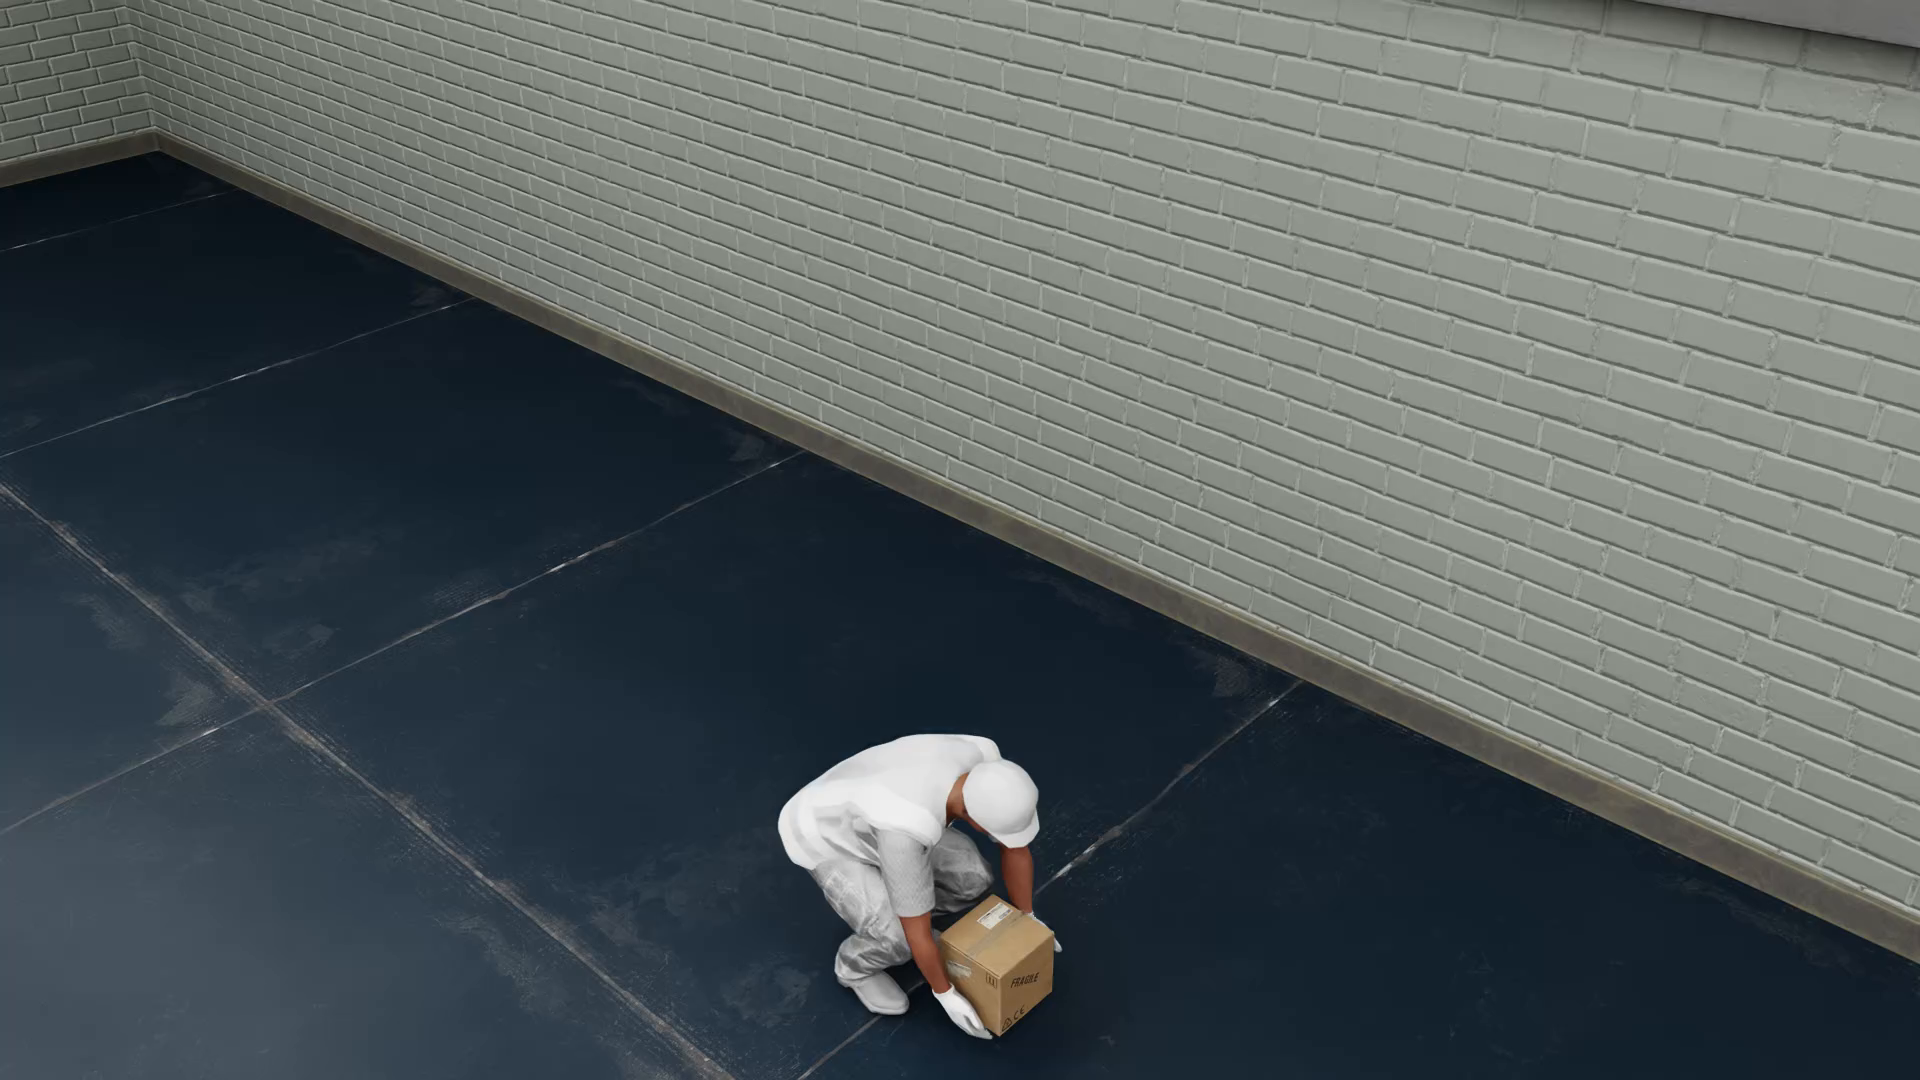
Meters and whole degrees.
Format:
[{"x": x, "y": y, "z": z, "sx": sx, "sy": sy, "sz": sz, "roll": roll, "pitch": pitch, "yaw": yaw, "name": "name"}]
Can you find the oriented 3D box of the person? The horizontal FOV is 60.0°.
[{"x": -0.127, "y": 0.995, "z": 5.201, "sx": 0.906, "sy": 1.025, "sz": 0.571, "roll": 25, "pitch": 39, "yaw": 35, "name": "person"}]
